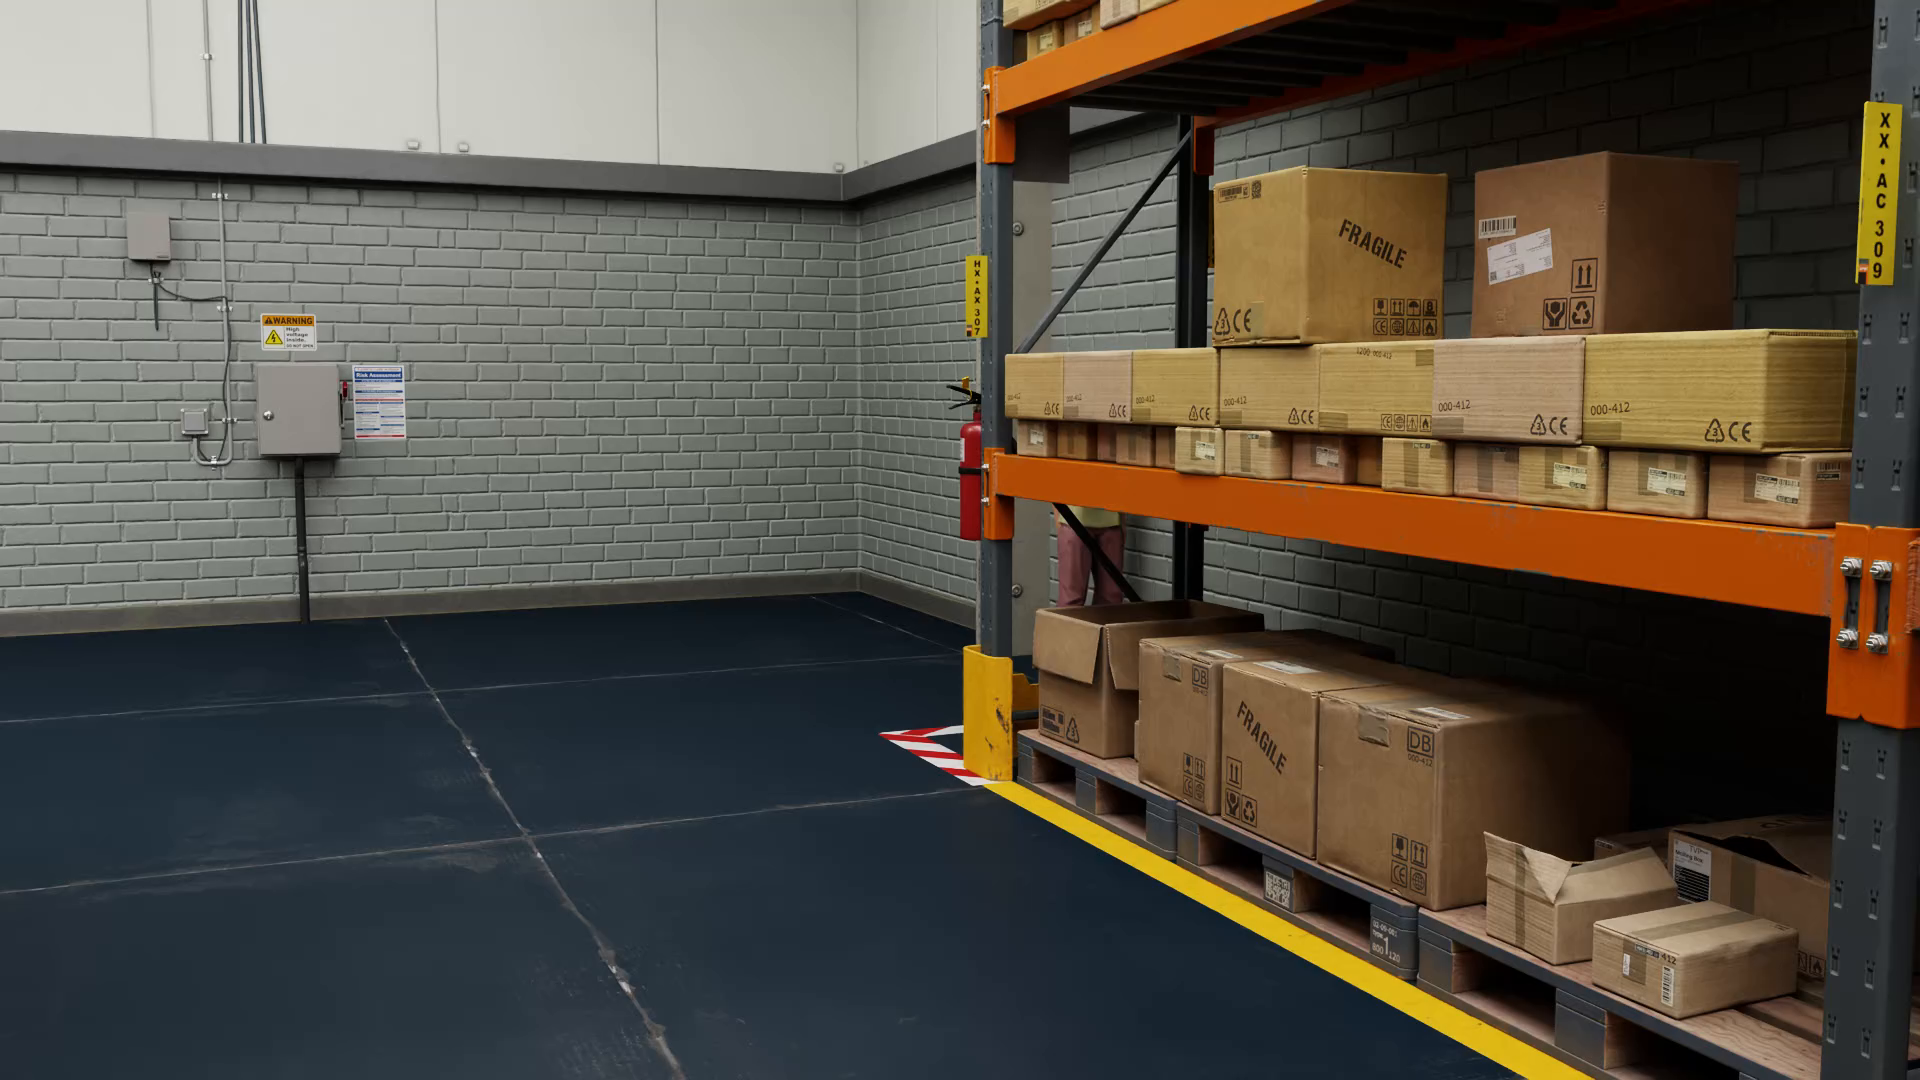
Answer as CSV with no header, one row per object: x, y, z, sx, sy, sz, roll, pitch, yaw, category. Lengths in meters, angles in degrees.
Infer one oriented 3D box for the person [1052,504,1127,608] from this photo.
0.679,-0.065,8.686,0.440,1.669,0.358,-2,6,-22,person
